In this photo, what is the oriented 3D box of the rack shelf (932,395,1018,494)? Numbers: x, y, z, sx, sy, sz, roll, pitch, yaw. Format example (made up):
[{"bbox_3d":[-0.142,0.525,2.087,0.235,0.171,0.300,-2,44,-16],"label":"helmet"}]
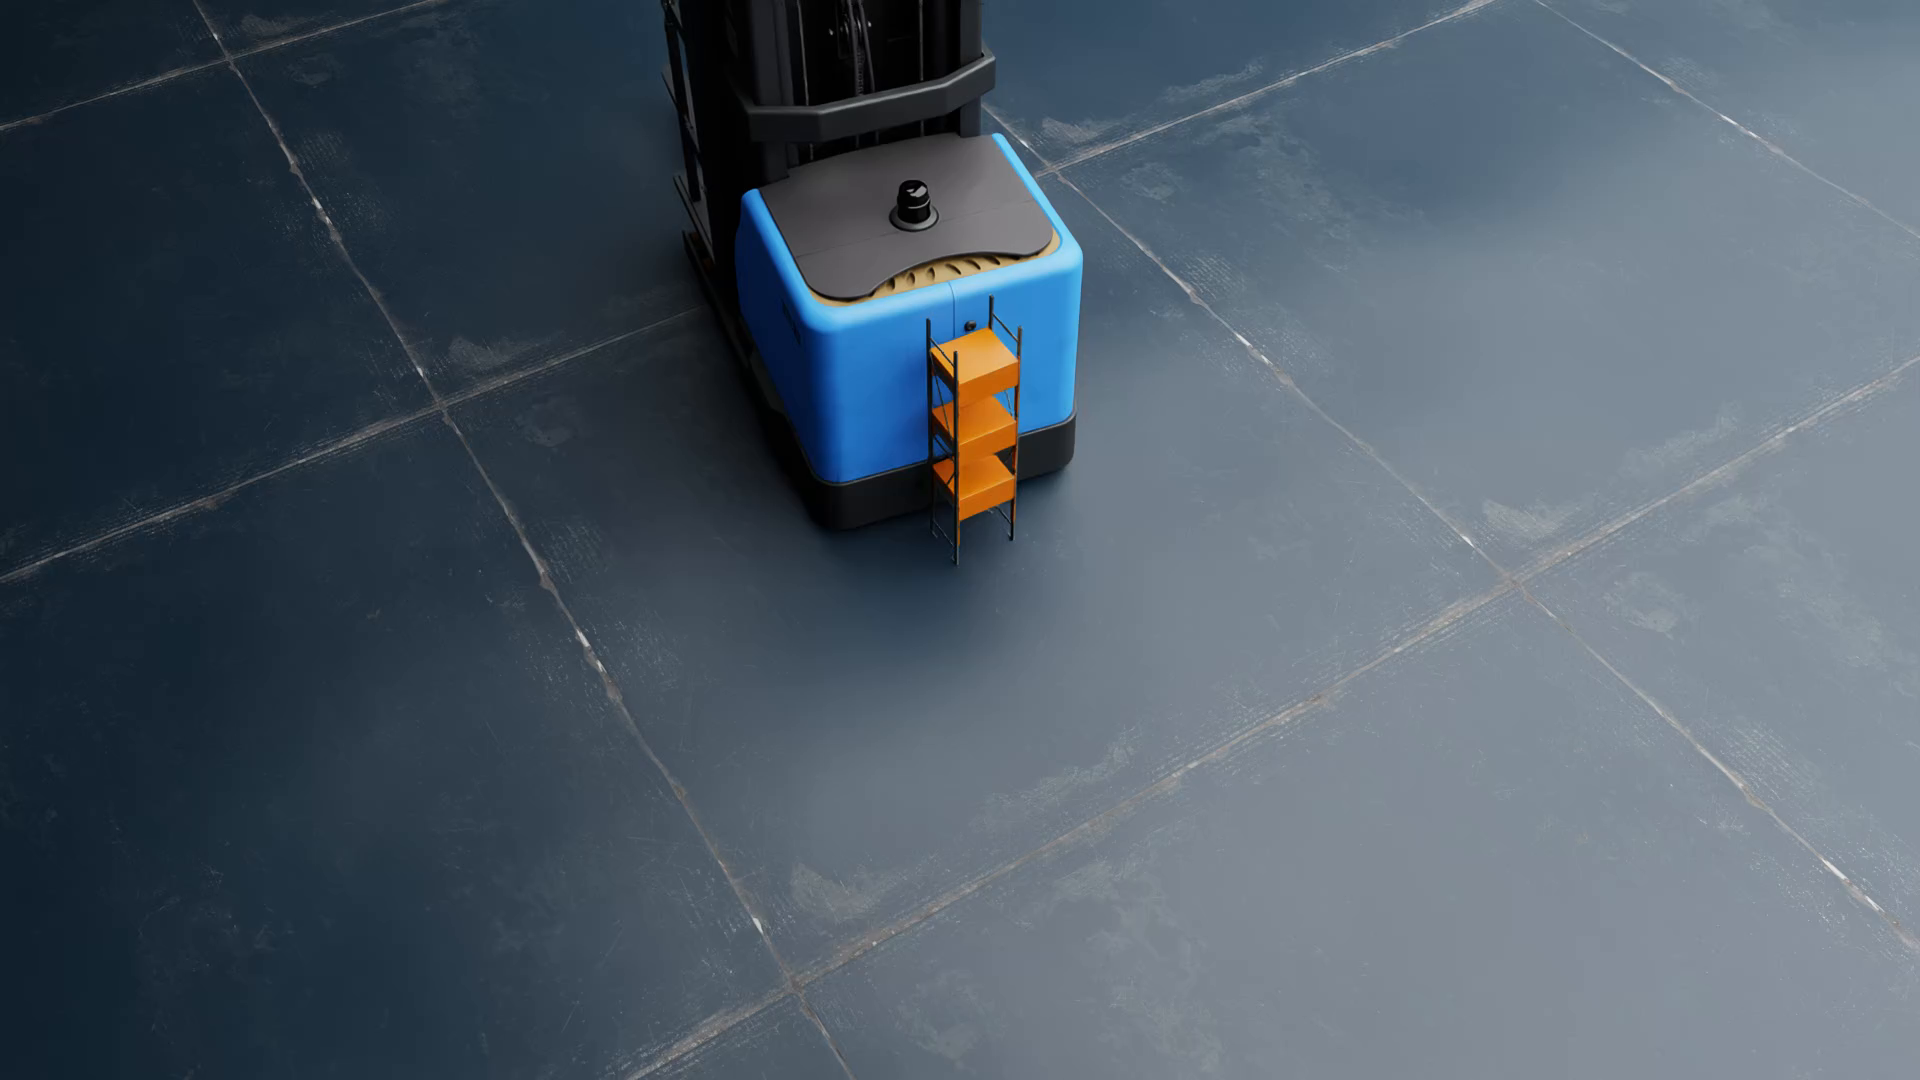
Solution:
[{"bbox_3d":[0.046,-0.359,5.881,0.240,0.259,0.215,-23,52,-19],"label":"rack shelf"}]

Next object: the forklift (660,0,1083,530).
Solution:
[{"bbox_3d":[-0.565,-2.137,6.190,1.130,2.935,3.031,-16,50,-14],"label":"forklift"}]

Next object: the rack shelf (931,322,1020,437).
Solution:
[{"bbox_3d":[0.046,-0.547,5.669,0.240,0.259,0.215,-23,52,-19],"label":"rack shelf"}]

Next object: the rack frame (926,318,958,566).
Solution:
[{"bbox_3d":[-0.059,-0.320,5.832,0.008,1.050,0.200,-23,52,-19],"label":"rack frame"}]

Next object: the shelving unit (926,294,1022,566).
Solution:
[{"bbox_3d":[0.046,-0.366,5.873,0.252,1.050,0.215,-23,52,-19],"label":"shelving unit"}]

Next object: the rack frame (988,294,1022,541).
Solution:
[{"bbox_3d":[0.152,-0.411,5.913,0.008,1.050,0.200,-23,52,-19],"label":"rack frame"}]

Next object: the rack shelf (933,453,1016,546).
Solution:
[{"bbox_3d":[0.046,-0.174,6.088,0.240,0.259,0.215,-23,52,-19],"label":"rack shelf"}]
